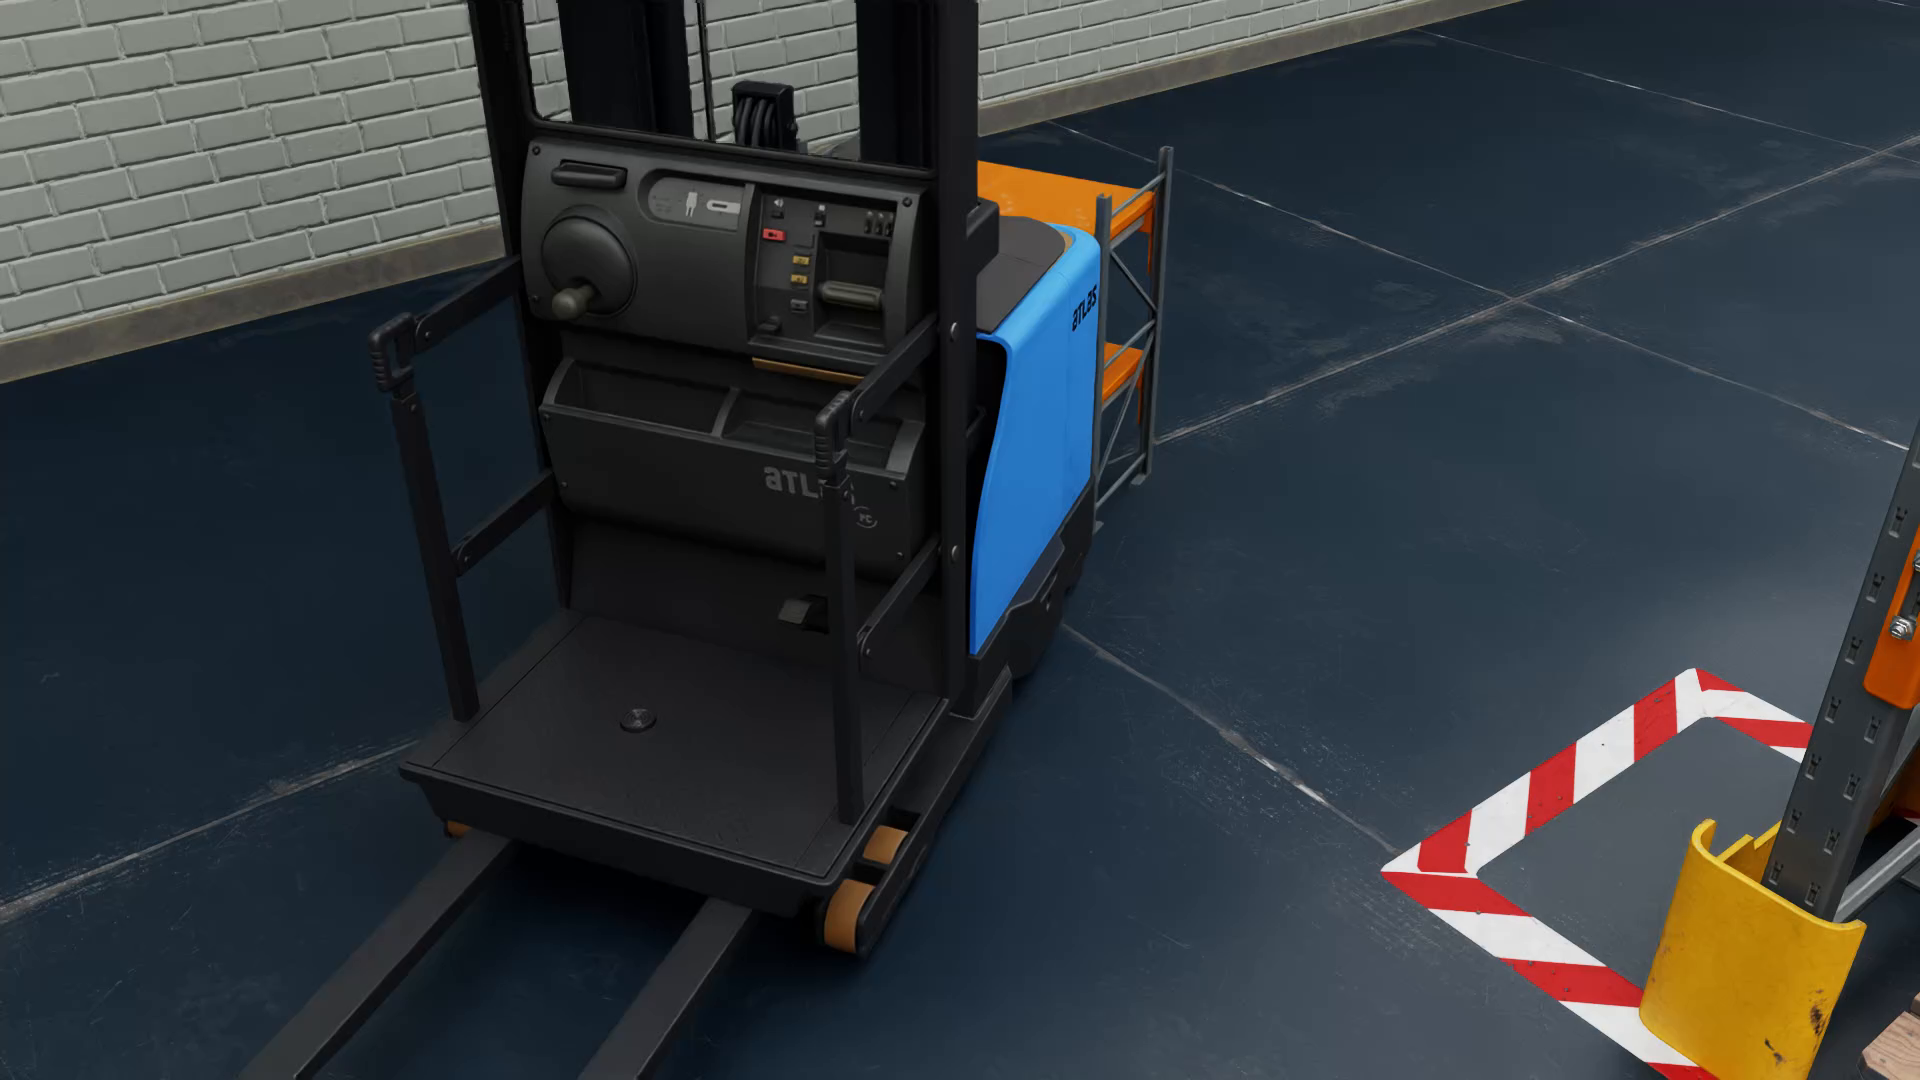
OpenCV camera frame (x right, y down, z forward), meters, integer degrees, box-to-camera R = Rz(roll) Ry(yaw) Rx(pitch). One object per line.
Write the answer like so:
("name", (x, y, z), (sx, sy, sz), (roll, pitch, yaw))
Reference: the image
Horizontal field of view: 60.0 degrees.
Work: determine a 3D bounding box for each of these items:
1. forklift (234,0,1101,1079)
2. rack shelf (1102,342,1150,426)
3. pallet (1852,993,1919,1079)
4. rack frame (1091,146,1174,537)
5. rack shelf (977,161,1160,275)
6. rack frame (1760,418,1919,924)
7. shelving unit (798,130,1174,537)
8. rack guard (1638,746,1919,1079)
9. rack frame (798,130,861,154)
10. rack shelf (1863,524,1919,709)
("forklift", (-0.601, -0.564, 3.380), (1.130, 2.935, 3.031), (12, 34, 18))
("rack shelf", (0.068, -0.517, 5.479), (1.000, 0.278, 0.538), (16, 35, 24))
("pallet", (2.507, 1.182, 3.146), (1.003, 0.211, 1.213), (-22, 38, -31))
("rack frame", (0.515, -0.597, 5.145), (0.032, 1.125, 0.500), (16, 35, 24))
("rack shelf", (0.068, -0.973, 5.196), (1.000, 0.278, 0.538), (16, 35, 24))
("rack frame", (2.032, -0.359, 2.984), (1.000, 3.000, 0.127), (-22, 38, -31))
("shelving unit", (0.068, -0.725, 5.350), (1.048, 1.125, 0.538), (16, 35, 24))
("rack guard", (2.007, 0.698, 3.653), (1.175, 0.500, 0.348), (-22, 38, -31))
("rack frame", (-0.380, -0.852, 5.556), (0.032, 1.125, 0.500), (16, 35, 24))
("rack shelf", (3.259, 0.781, 1.832), (1.077, 0.370, 4.000), (-22, 38, -31))
